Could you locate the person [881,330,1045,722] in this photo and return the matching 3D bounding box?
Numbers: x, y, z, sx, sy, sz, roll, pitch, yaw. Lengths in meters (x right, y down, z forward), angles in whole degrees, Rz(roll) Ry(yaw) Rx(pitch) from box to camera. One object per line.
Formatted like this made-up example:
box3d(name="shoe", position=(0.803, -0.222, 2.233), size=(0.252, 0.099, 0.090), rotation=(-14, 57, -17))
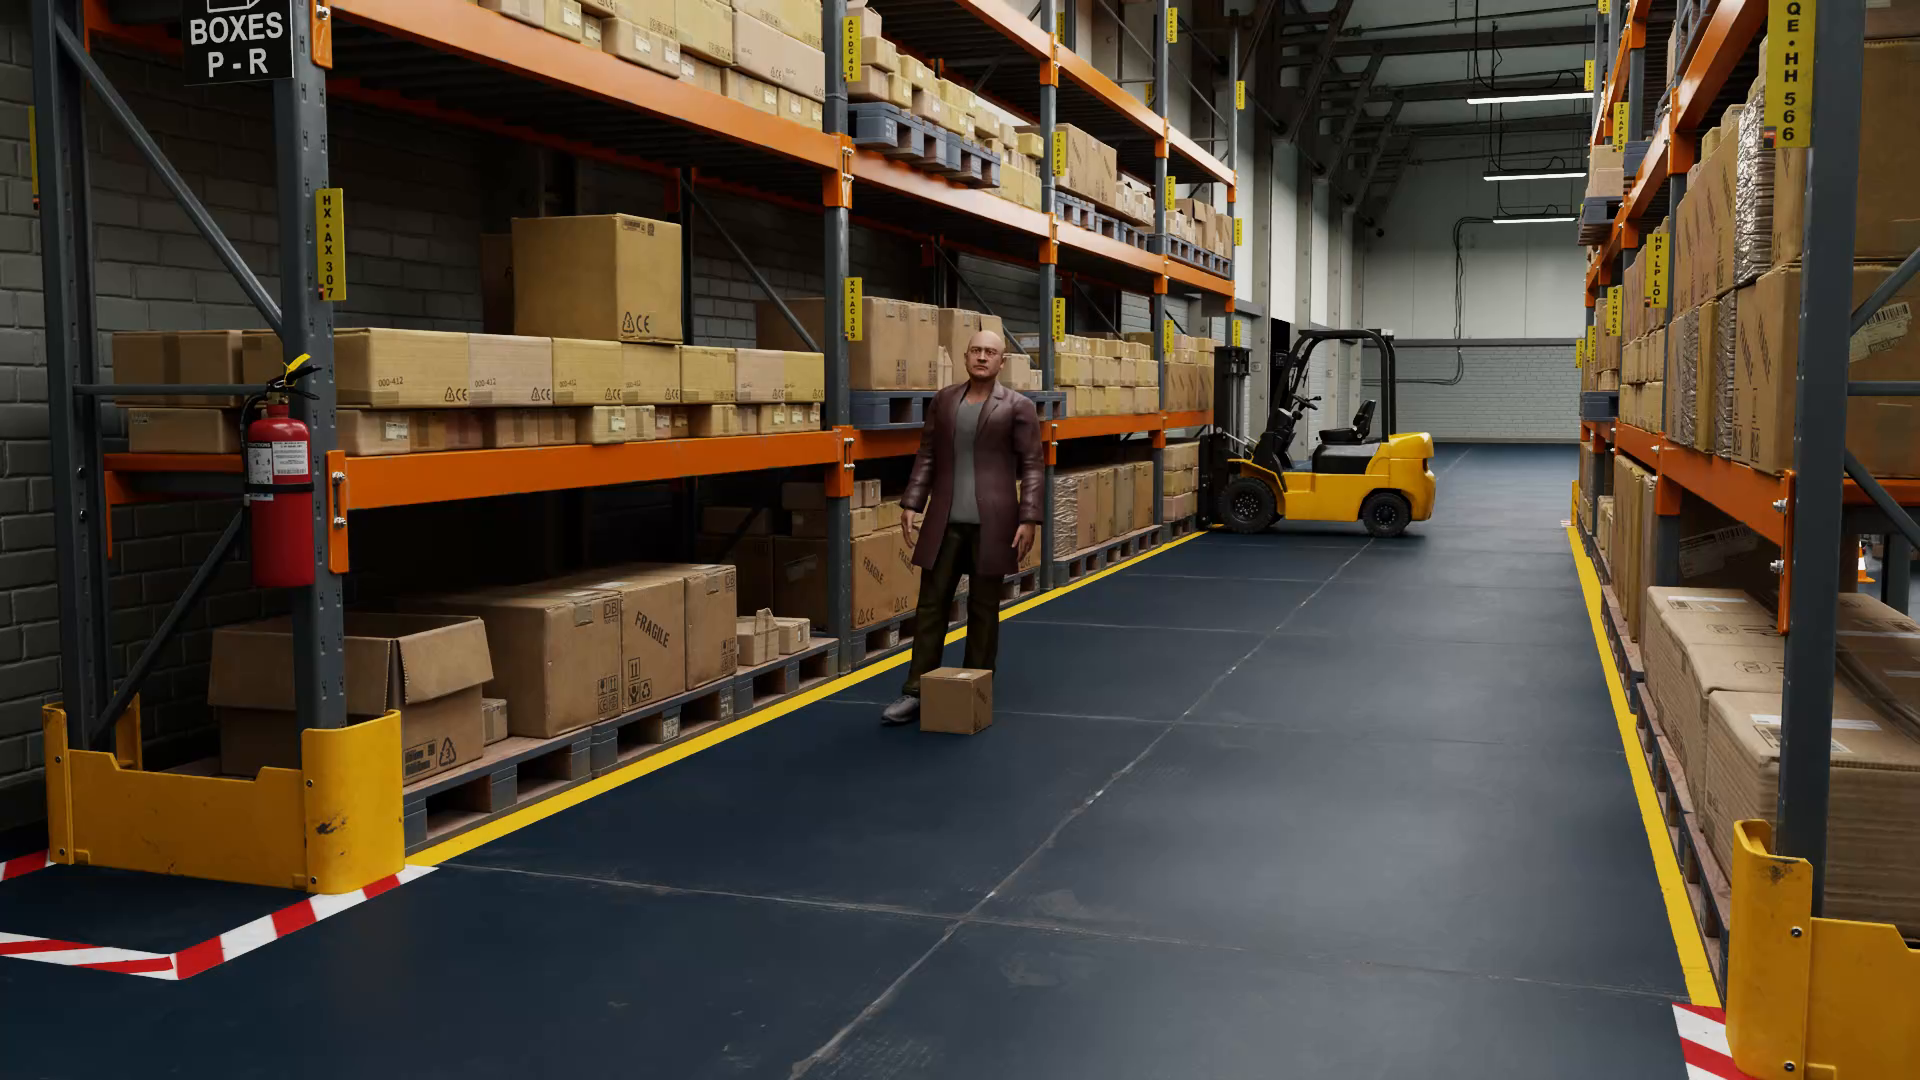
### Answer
box3d(name="person", position=(0.025, 0.030, 7.582), size=(0.695, 1.582, 0.582), rotation=(2, 5, 19))
